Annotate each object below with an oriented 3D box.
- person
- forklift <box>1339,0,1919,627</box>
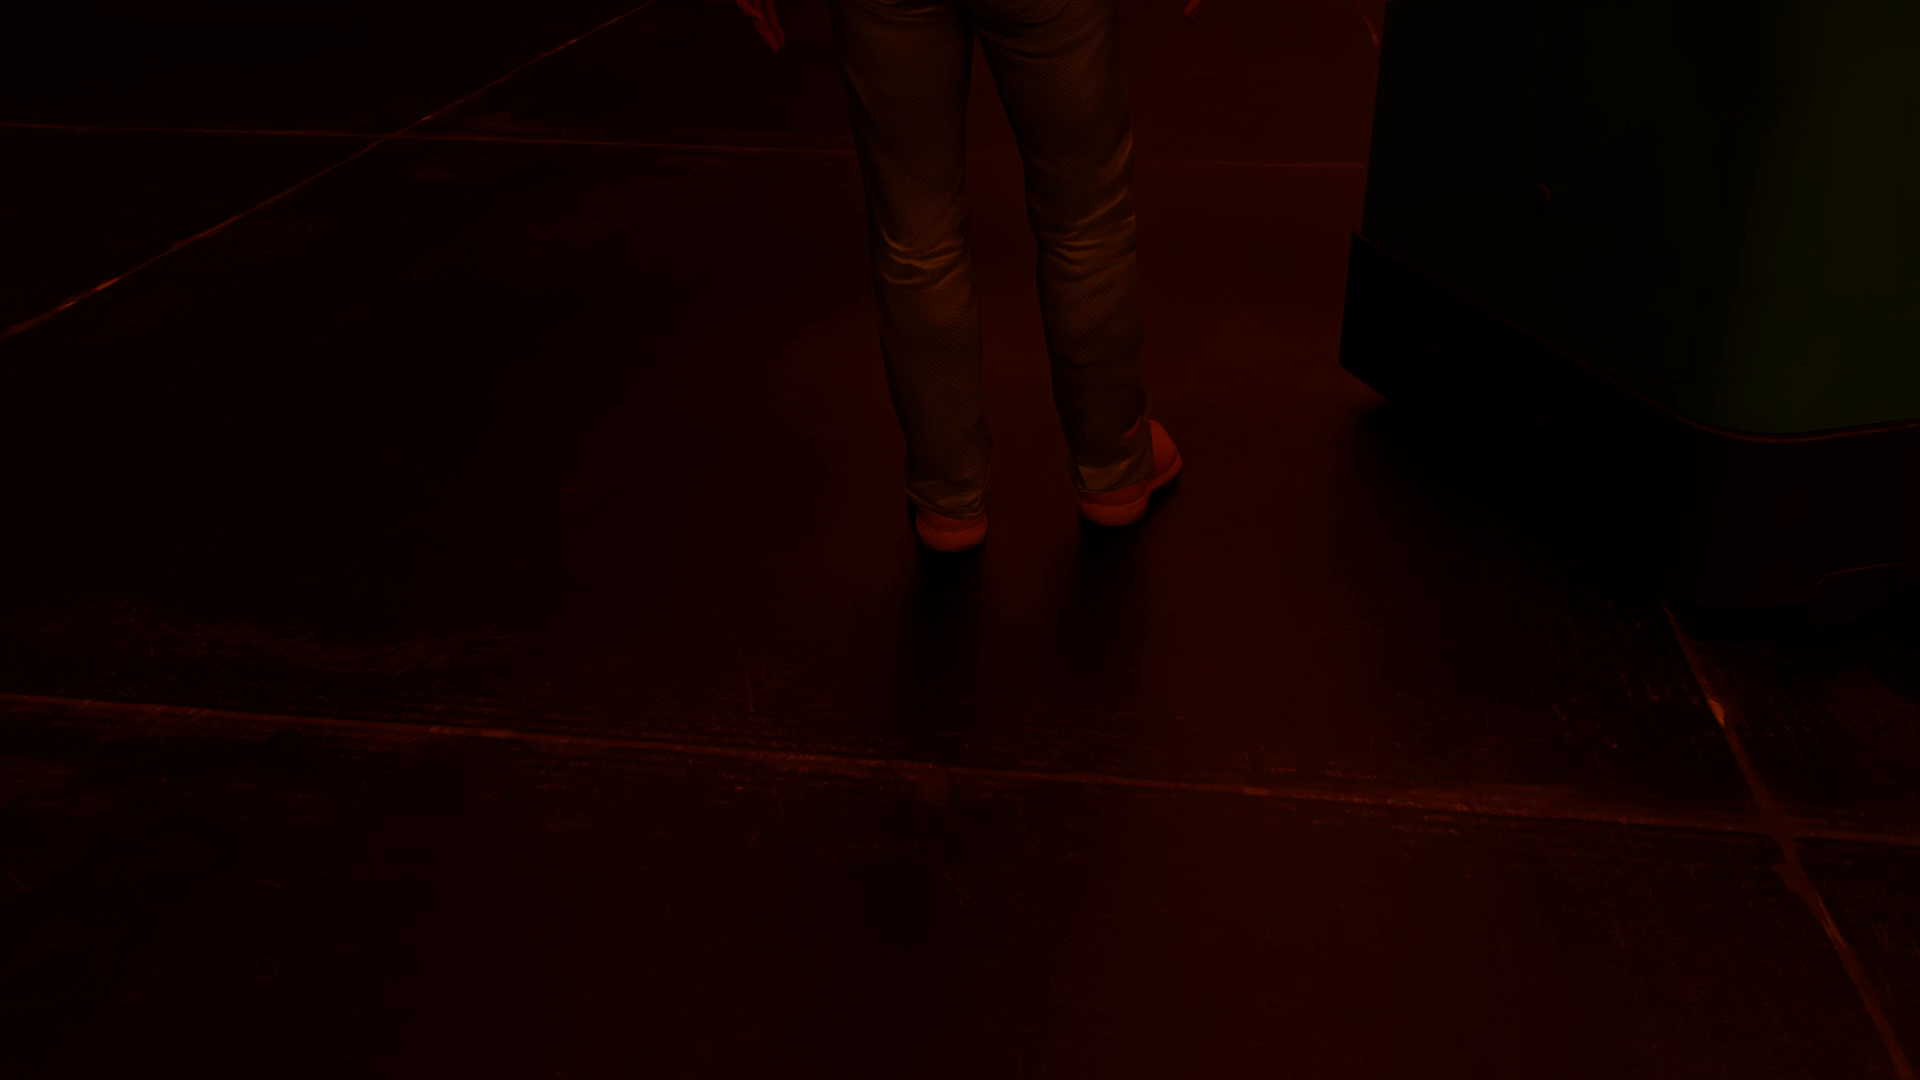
[{"bbox_3d":[0.015,-0.827,2.163,0.666,1.765,0.577,3,27,7],"label":"person"},{"bbox_3d":[2.254,-1.553,2.330,3.031,2.935,1.130,-7,27,-14],"label":"forklift"}]
